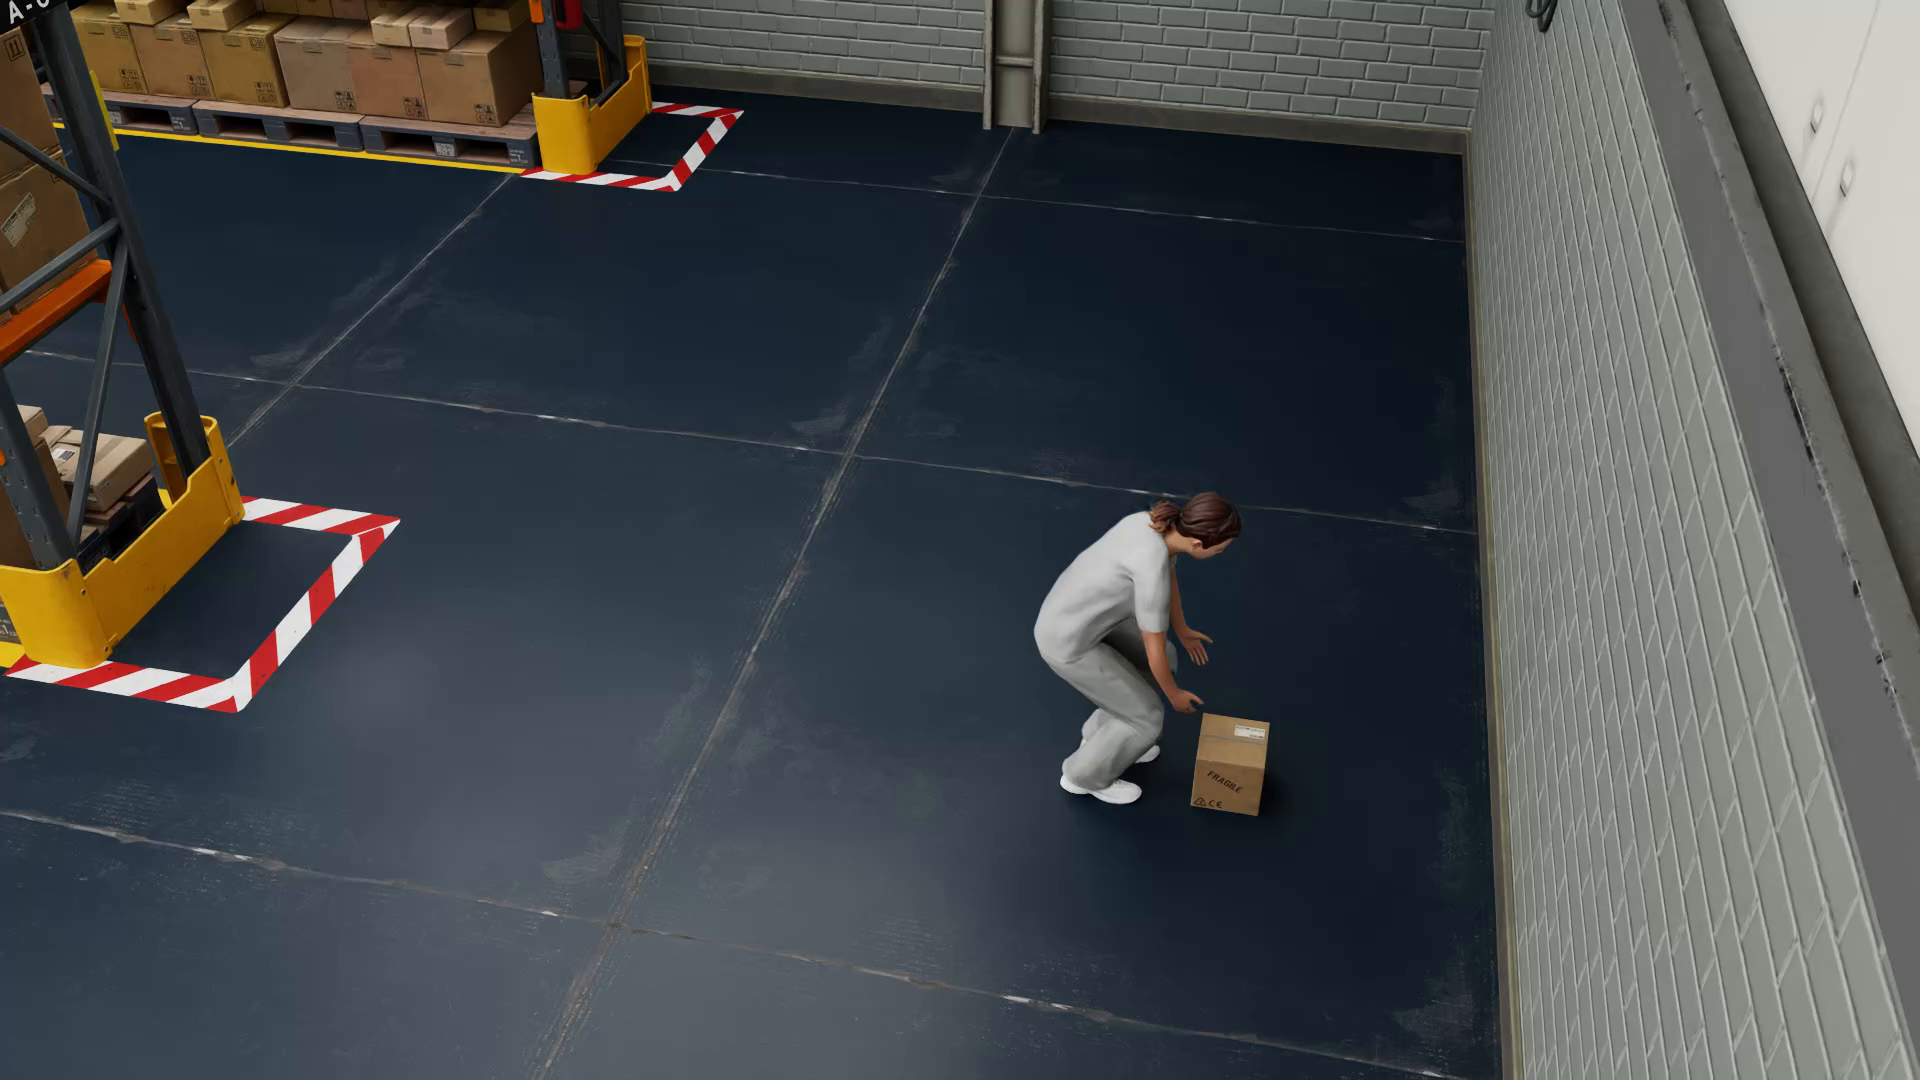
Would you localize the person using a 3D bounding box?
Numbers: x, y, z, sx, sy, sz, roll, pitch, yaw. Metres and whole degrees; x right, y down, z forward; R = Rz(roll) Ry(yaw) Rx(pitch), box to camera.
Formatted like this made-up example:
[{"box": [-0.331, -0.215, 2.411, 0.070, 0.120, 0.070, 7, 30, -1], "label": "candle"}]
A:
[{"box": [0.618, 0.350, 5.996, 0.683, 1.304, 0.491, 8, 37, 10], "label": "person"}]
